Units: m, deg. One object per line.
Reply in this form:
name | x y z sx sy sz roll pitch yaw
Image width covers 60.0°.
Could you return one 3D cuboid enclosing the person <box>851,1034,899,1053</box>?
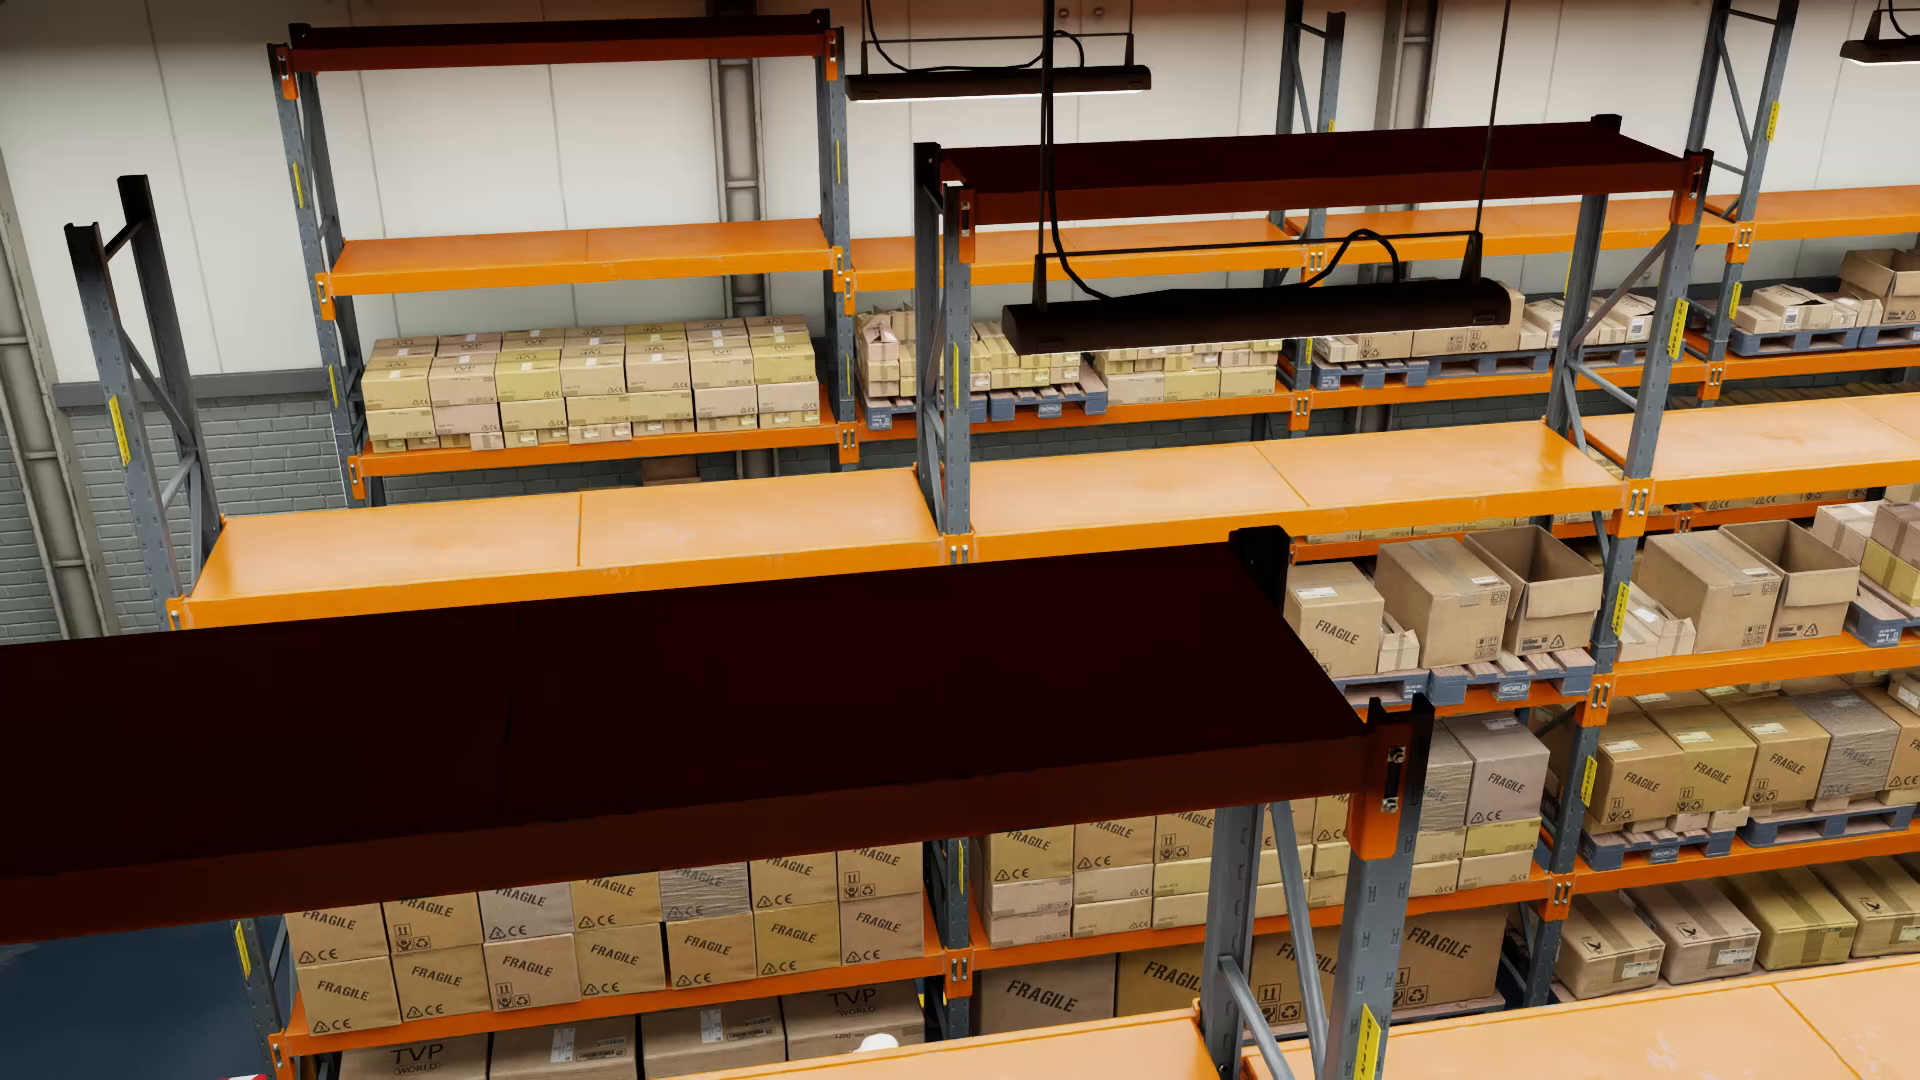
person | -0.367 3.438 9.132 0.449 1.771 0.570 -13 29 -26
